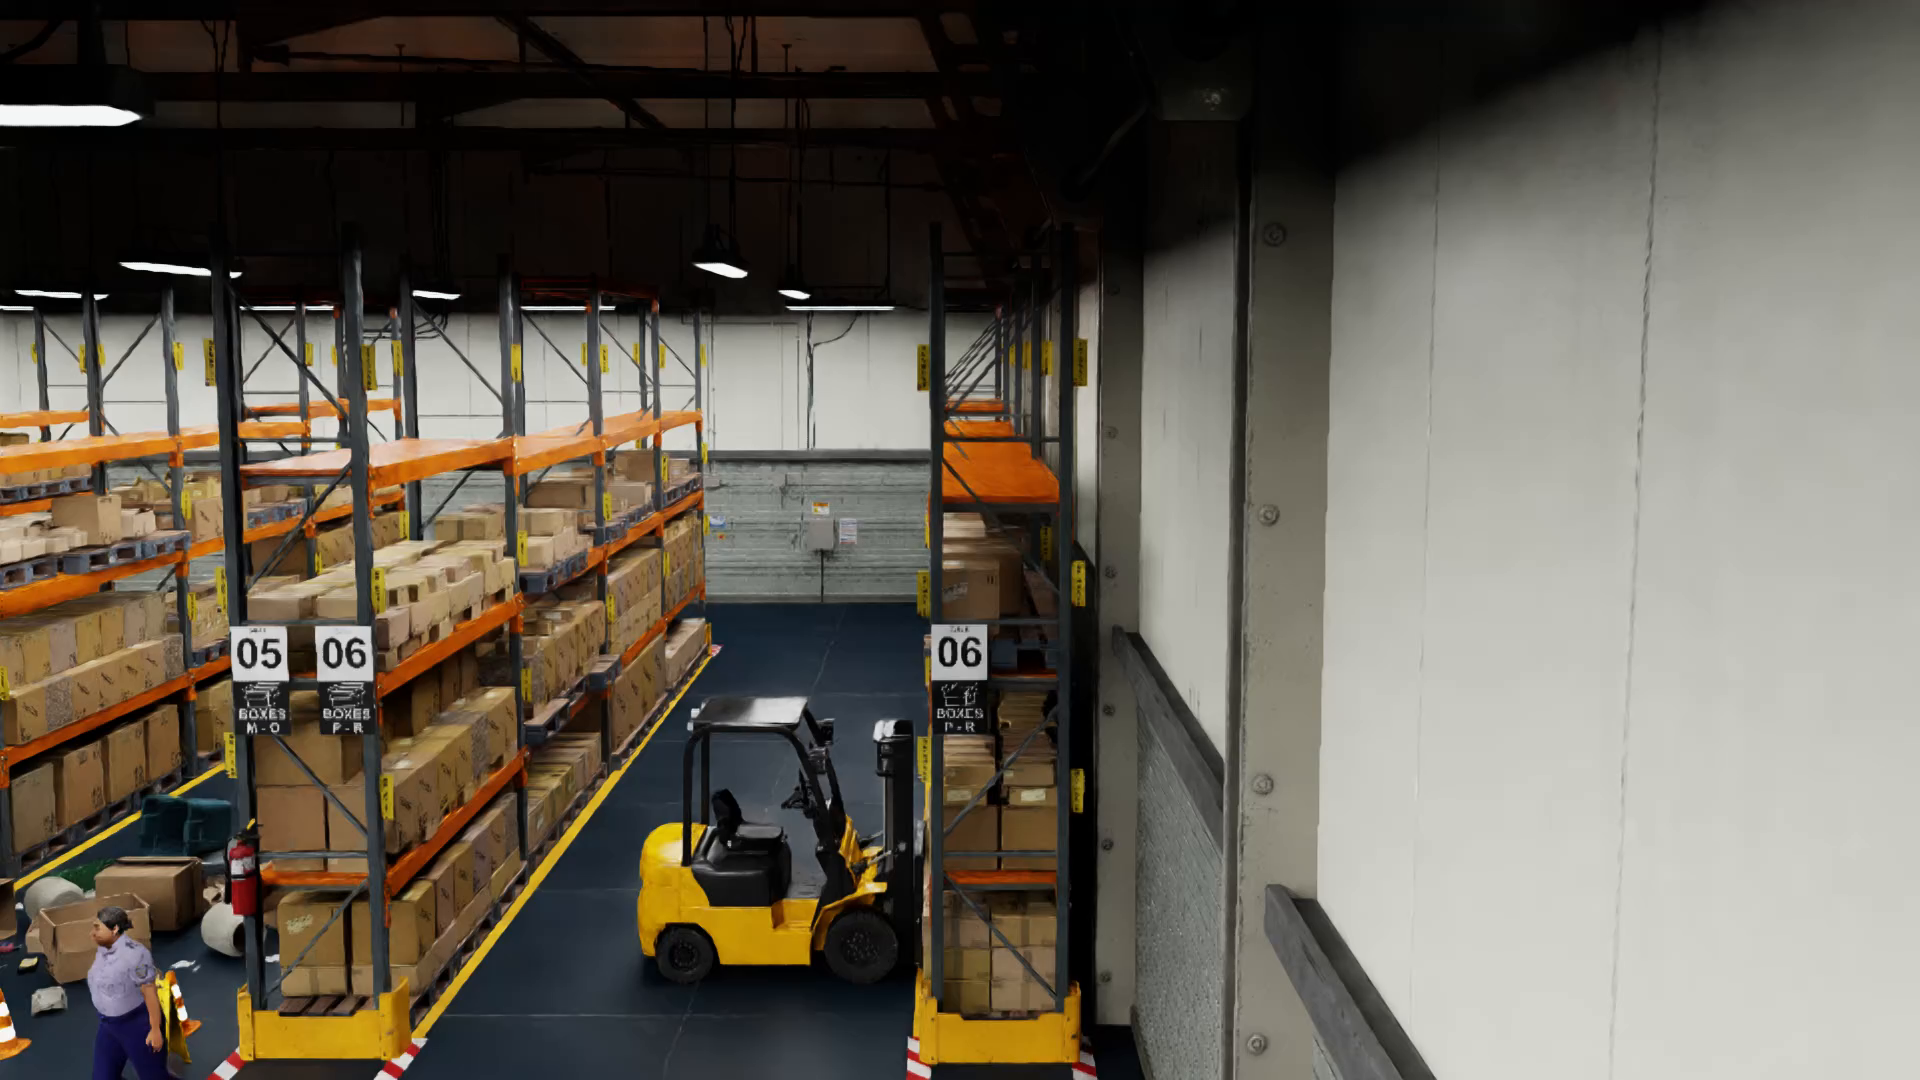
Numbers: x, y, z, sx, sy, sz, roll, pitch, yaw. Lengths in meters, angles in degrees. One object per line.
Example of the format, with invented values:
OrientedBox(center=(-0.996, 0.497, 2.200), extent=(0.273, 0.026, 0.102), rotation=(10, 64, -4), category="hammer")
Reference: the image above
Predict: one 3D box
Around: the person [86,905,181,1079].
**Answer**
OrientedBox(center=(-5.311, 3.121, 10.805), extent=(0.576, 1.627, 0.587), rotation=(4, 8, 30), category="person")

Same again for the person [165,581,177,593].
OrientedBox(center=(-11.641, 1.449, 24.677), extent=(0.525, 1.669, 0.565), rotation=(2, 7, 16), category="person")
